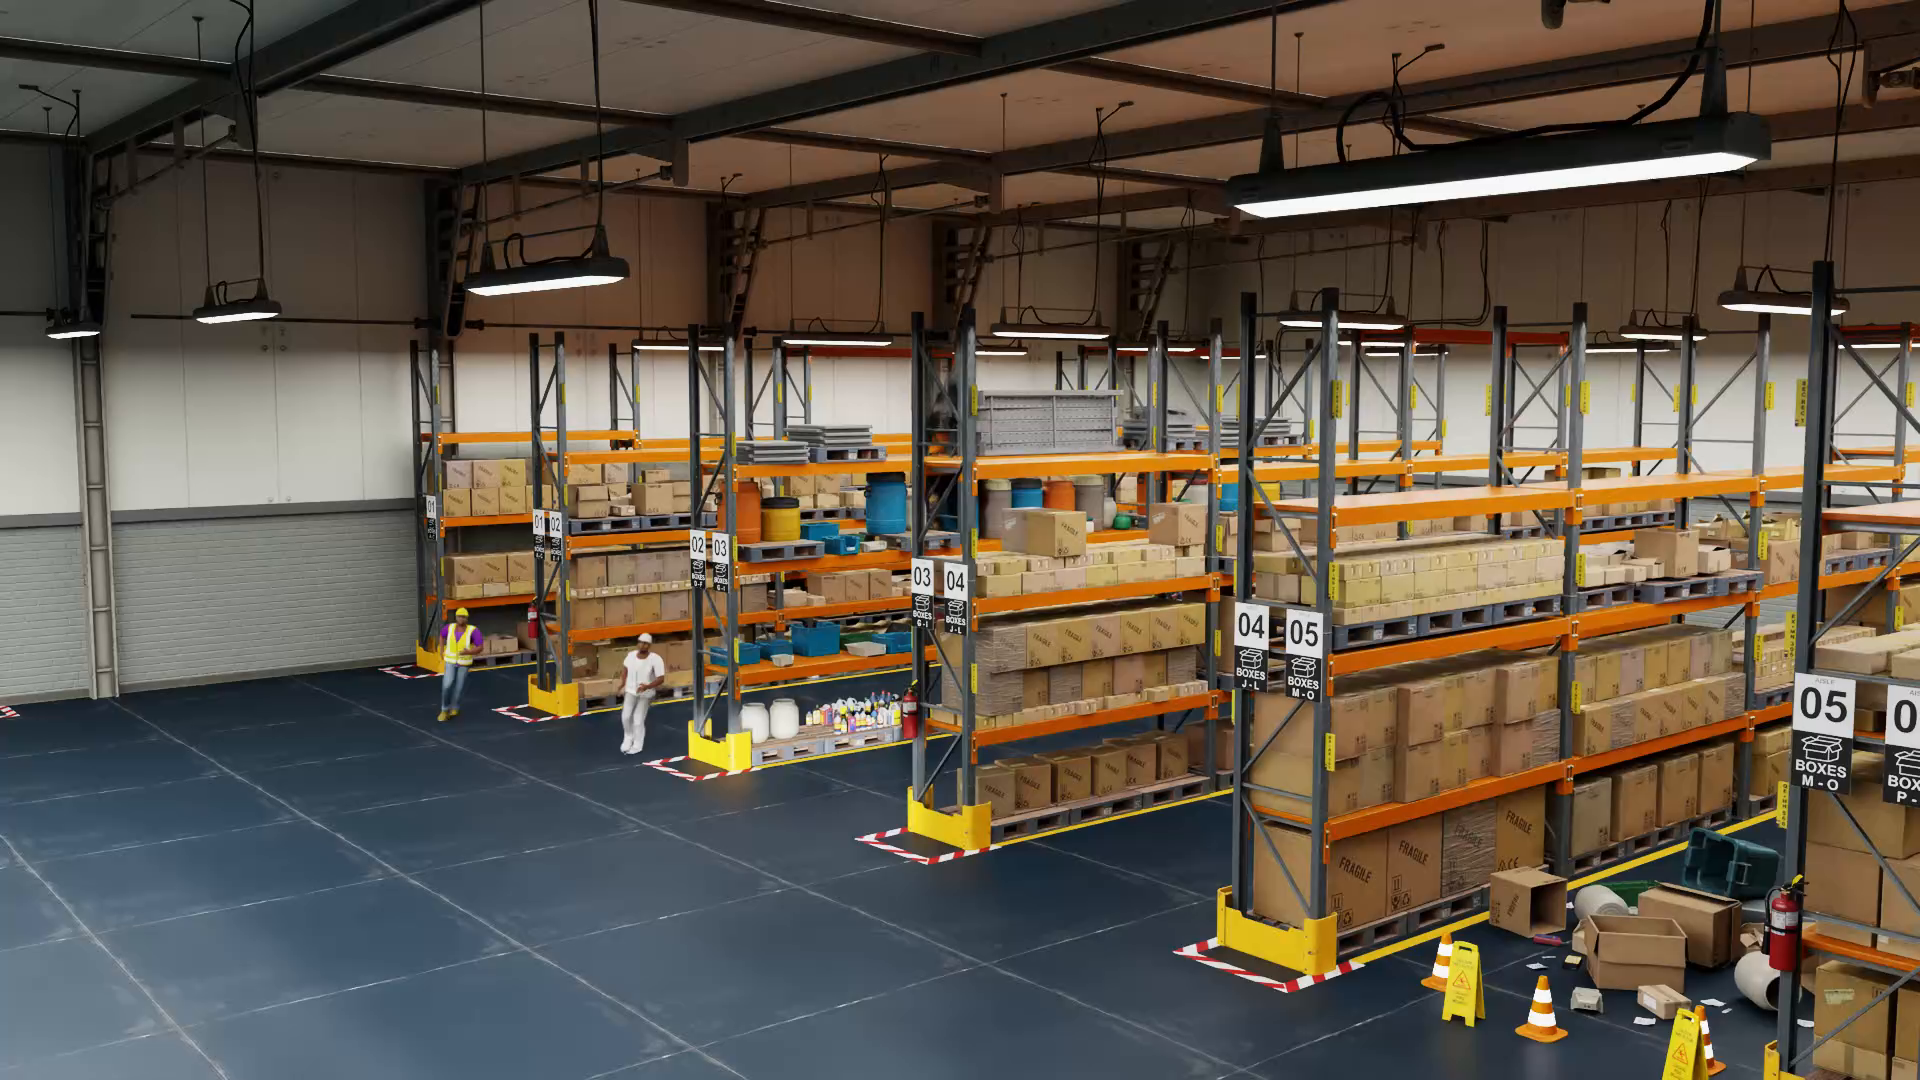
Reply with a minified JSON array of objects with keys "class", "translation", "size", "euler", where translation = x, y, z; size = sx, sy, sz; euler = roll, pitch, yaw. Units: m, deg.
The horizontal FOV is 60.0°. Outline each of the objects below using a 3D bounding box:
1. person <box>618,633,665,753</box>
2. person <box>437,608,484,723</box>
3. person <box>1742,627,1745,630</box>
[{"class":"person","translation":[-4.476,2.153,23.225],"size":[0.712,1.714,0.609],"euler":[1,5,9]},{"class":"person","translation":[-7.722,1.924,25.714],"size":[0.714,1.783,0.685],"euler":[-1,5,-10]},{"class":"person","translation":[11.680,2.077,24.568],"size":[0.759,1.742,0.617],"euler":[-4,7,-39]}]
